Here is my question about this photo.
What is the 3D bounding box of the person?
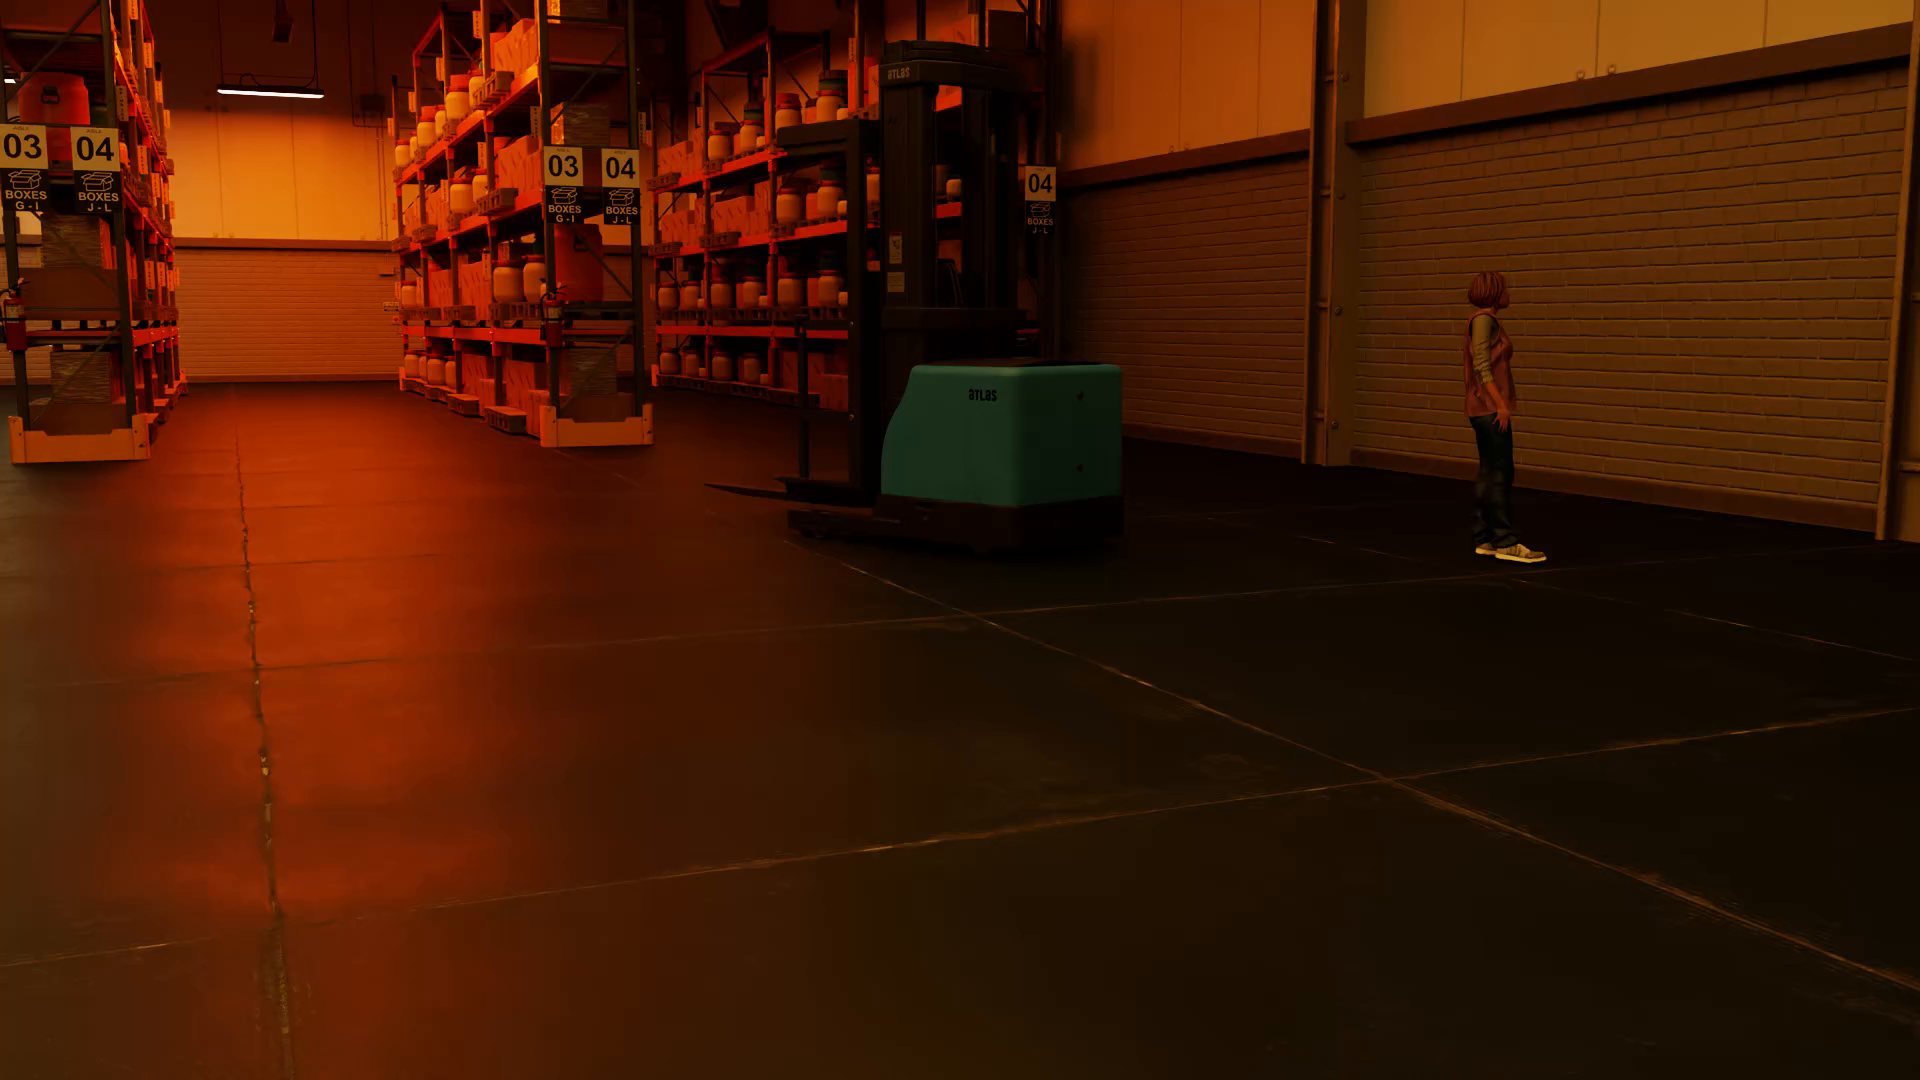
[{"bbox_3d":[3.041,-0.697,9.273,0.475,1.597,0.520,2,8,16],"label":"person"}]

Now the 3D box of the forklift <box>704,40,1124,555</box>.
[{"bbox_3d":[-0.436,-1.509,10.383,3.031,2.935,1.130,7,10,44],"label":"forklift"}]
